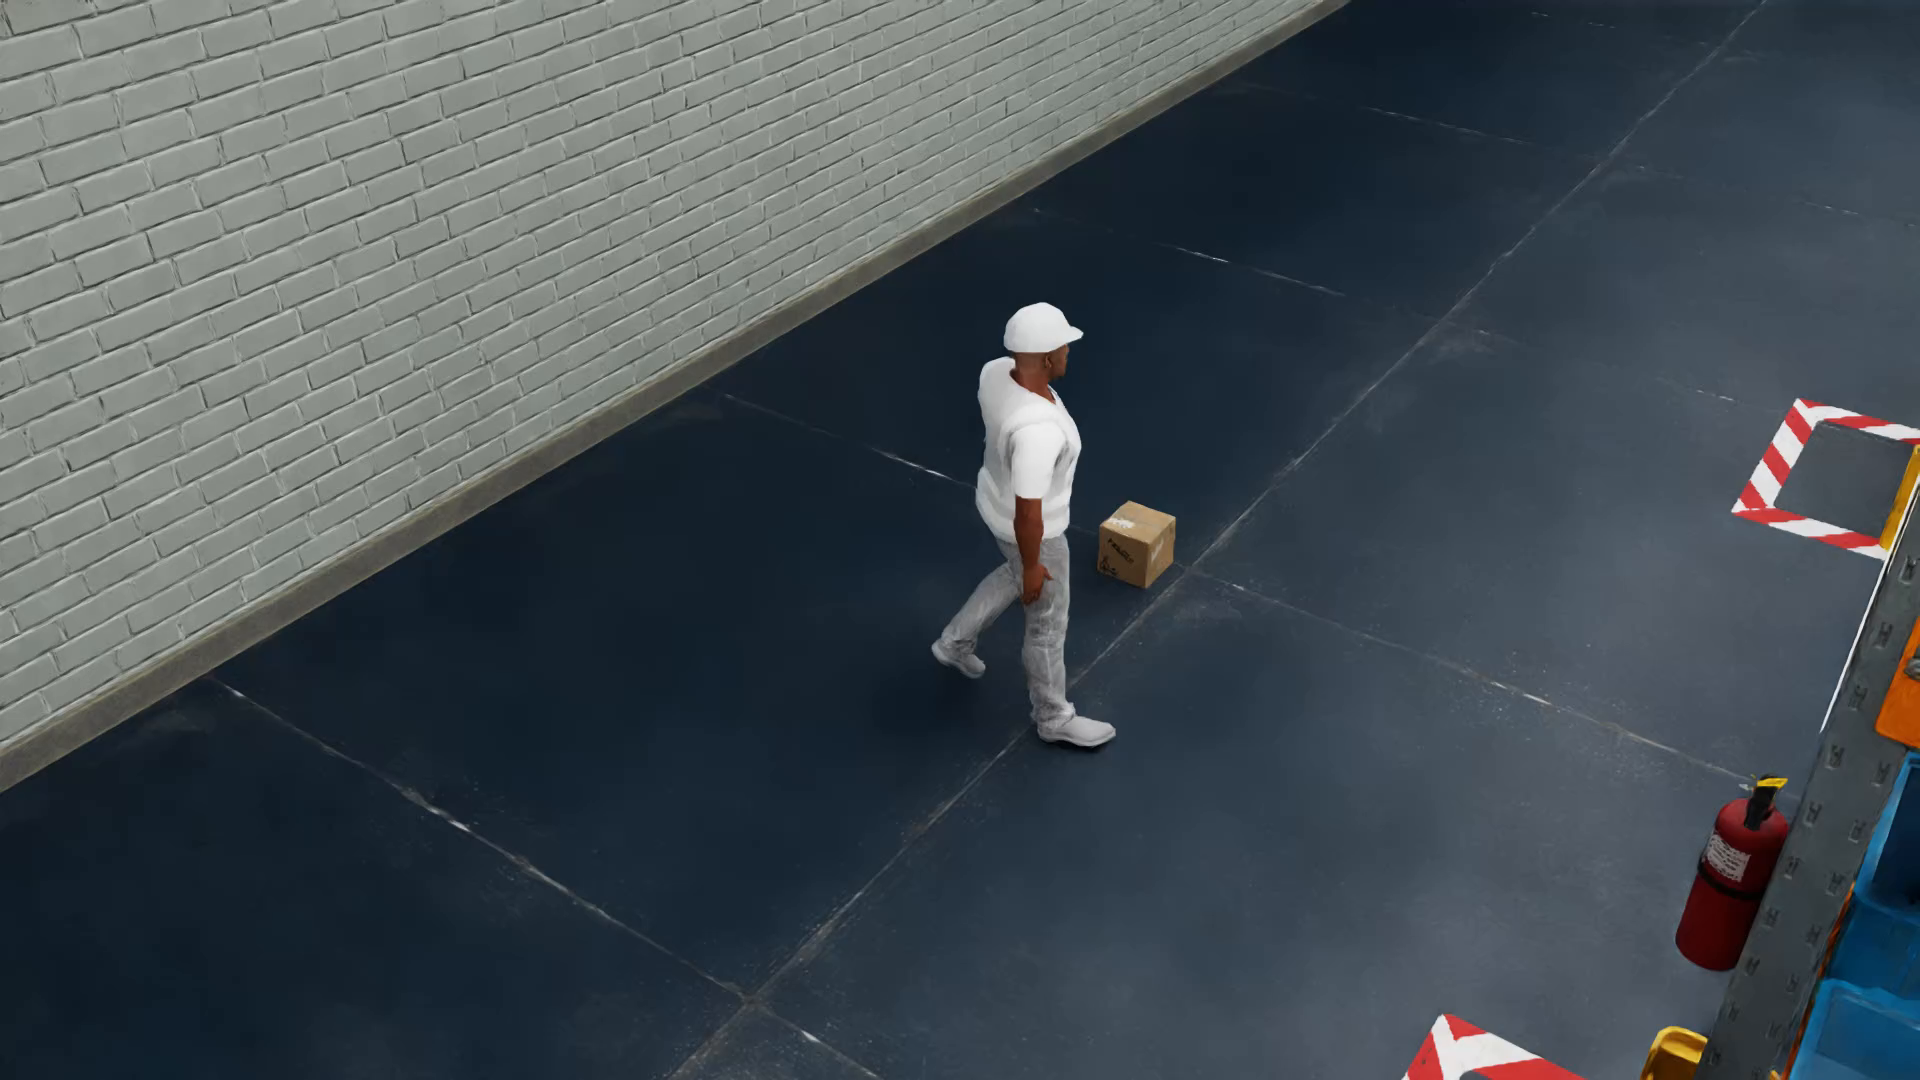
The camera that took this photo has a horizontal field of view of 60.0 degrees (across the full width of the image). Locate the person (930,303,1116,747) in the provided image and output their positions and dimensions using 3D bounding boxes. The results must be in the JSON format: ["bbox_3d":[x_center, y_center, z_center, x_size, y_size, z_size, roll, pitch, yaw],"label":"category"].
[{"bbox_3d":[0.226,-0.057,6.177,0.623,1.761,0.661,-10,36,-14],"label":"person"}]
